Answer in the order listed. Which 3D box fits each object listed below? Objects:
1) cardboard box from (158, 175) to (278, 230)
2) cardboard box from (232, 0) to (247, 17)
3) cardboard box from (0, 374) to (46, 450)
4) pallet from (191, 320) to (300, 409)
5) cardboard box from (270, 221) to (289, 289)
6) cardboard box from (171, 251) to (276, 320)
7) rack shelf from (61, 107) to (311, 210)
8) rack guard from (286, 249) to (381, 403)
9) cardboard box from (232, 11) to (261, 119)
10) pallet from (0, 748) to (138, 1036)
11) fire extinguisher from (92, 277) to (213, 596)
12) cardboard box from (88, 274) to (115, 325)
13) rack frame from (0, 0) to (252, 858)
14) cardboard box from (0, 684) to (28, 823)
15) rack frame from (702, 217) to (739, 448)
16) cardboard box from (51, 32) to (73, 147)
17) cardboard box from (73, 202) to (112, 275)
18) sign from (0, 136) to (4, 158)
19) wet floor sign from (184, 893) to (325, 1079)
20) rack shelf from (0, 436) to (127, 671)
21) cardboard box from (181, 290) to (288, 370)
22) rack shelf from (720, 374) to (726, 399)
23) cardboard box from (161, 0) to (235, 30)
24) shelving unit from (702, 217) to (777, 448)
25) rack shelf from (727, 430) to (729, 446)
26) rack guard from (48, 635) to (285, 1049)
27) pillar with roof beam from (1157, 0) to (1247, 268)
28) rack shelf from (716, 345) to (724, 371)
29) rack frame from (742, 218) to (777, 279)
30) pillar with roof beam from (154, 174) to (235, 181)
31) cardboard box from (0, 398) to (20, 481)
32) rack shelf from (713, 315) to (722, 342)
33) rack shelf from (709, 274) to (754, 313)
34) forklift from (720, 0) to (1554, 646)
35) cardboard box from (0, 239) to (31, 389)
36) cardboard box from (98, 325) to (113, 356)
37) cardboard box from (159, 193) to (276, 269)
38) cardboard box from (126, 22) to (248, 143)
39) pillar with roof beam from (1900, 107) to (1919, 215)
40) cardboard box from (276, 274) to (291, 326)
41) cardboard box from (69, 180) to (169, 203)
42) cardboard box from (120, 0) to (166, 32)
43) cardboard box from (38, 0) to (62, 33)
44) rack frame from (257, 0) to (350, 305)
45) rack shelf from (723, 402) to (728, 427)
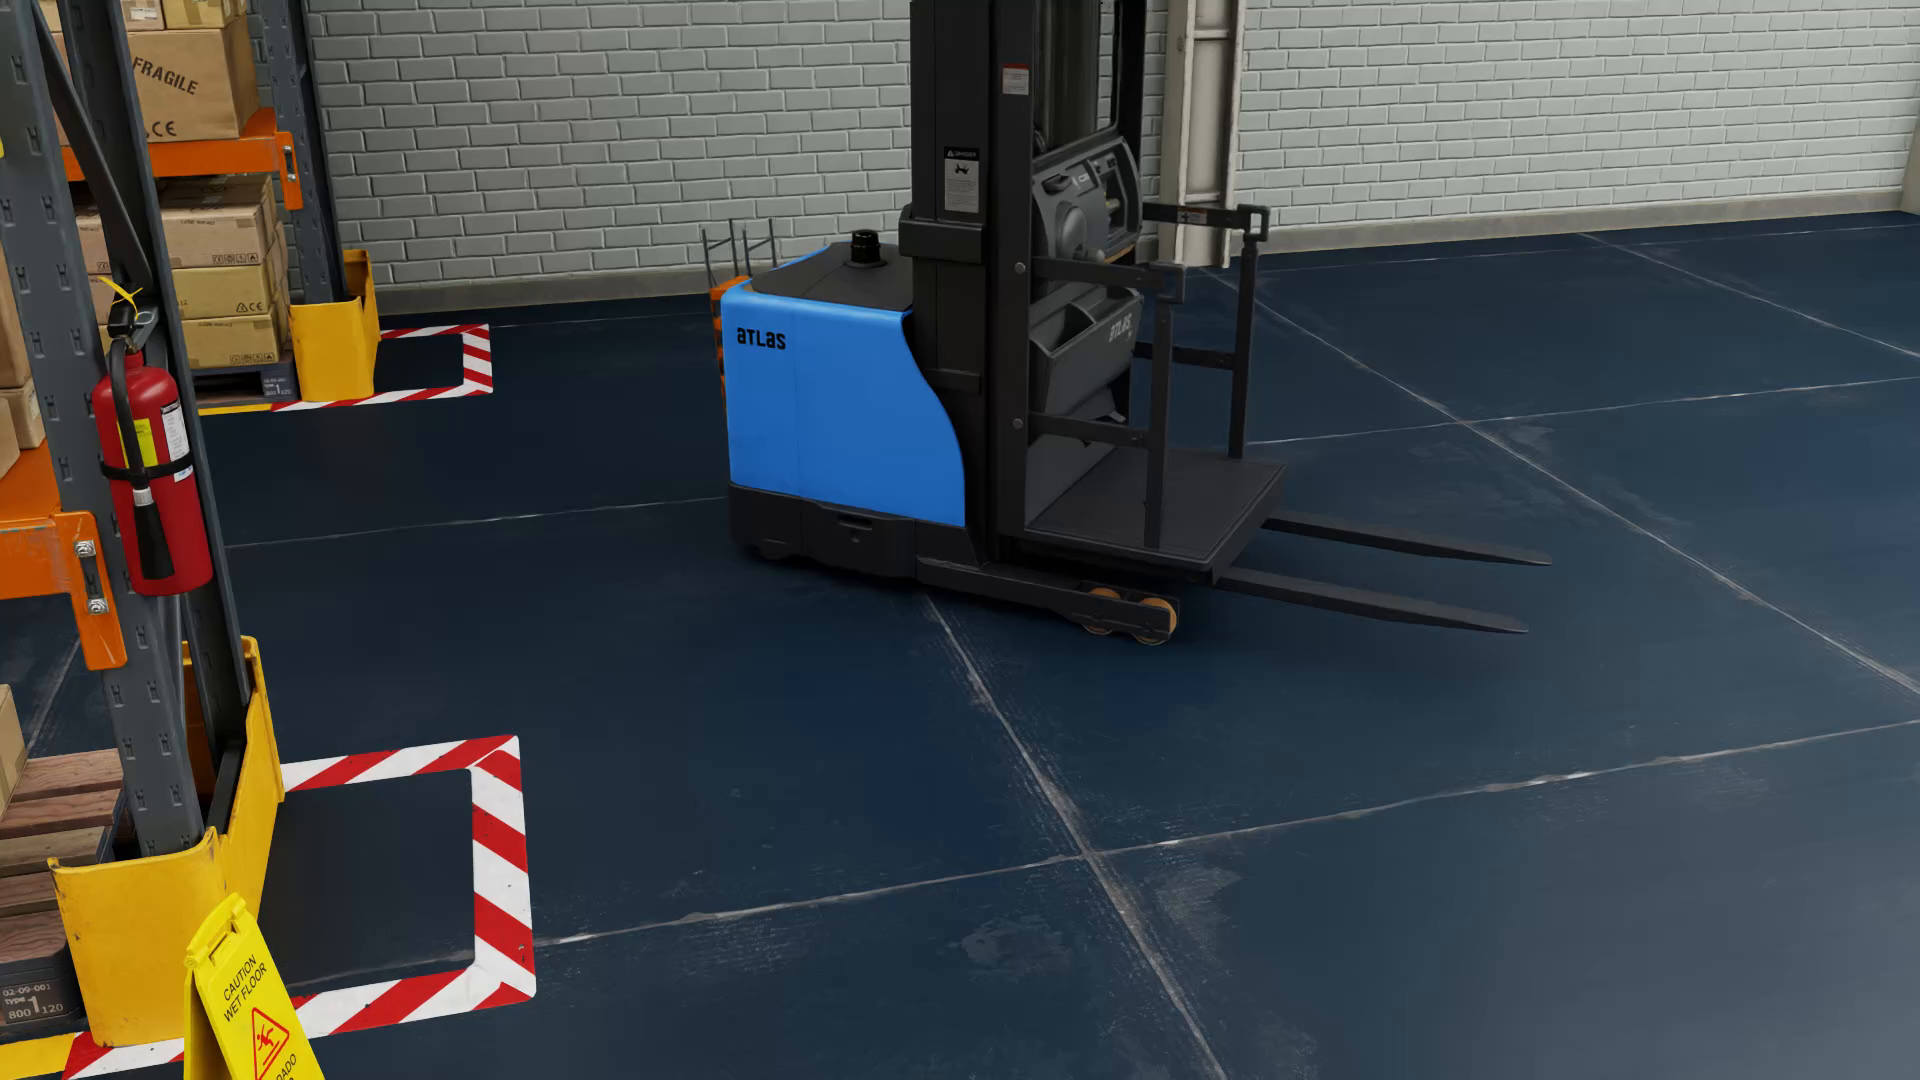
[{"bbox_3d":[-3.837,-1.709,8.615,0.500,0.250,0.500,-7,24,-15],"label":"cardboard box"},{"bbox_3d":[-3.719,-2.706,8.303,0.250,0.149,0.380,-7,24,-16],"label":"cardboard box"},{"bbox_3d":[-2.361,-0.342,4.062,0.250,0.149,0.380,-6,24,-14],"label":"cardboard box"},{"bbox_3d":[-4.048,-0.921,8.628,1.213,0.211,1.003,-6,24,-14],"label":"pallet"},{"bbox_3d":[-3.832,-1.487,8.733,0.500,0.250,0.500,-6,24,-13],"label":"cardboard box"},{"bbox_3d":[-3.707,-1.288,8.268,0.500,0.250,0.500,-7,24,-15],"label":"cardboard box"},{"bbox_3d":[-5.248,-1.756,7.950,4.000,0.370,1.077,-6,24,-14],"label":"rack shelf"},{"bbox_3d":[-3.300,-1.153,8.804,0.348,0.500,1.175,-6,24,-14],"label":"rack guard"},{"bbox_3d":[-3.875,-2.398,8.408,0.500,0.500,0.500,-6,24,-13],"label":"cardboard box"},{"bbox_3d":[-2.843,0.947,4.275,1.213,0.211,1.003,-6,24,-14],"label":"pallet"},{"bbox_3d":[-1.744,-0.217,3.550,0.183,0.674,0.296,-6,24,-14],"label":"fire extinguisher"},{"bbox_3d":[-4.193,-1.239,8.153,0.500,0.250,0.500,-7,24,-15],"label":"cardboard box"},{"bbox_3d":[-1.978,-0.415,3.914,0.127,3.000,1.000,-6,24,-14],"label":"rack frame"},{"bbox_3d":[-2.830,0.636,4.418,0.500,0.250,0.500,-7,24,-15],"label":"cardboard box"},{"bbox_3d":[-0.935,-0.714,6.895,0.006,1.200,0.240,5,23,22],"label":"rack frame"},{"bbox_3d":[-4.228,-2.142,7.810,0.500,0.500,0.500,-6,24,-13],"label":"cardboard box"},{"bbox_3d":[-4.172,-1.464,8.045,0.500,0.250,0.500,-6,24,-13],"label":"cardboard box"},{"bbox_3d":[-1.848,-0.880,3.127,0.005,0.325,0.100,-6,24,-14],"label":"sign"},{"bbox_3d":[-1.506,1.053,3.479,0.232,0.644,0.267,2,23,4],"label":"wet floor sign"},{"bbox_3d":[-3.904,0.128,3.559,4.000,0.370,1.077,-6,24,-14],"label":"rack shelf"},{"bbox_3d":[-3.690,-1.059,8.368,0.500,0.250,0.500,-6,24,-14],"label":"cardboard box"},{"bbox_3d":[-0.848,-0.666,6.878,0.180,0.103,0.258,5,23,22],"label":"rack shelf"},{"bbox_3d":[-3.581,-2.500,7.823,0.250,0.149,0.380,-6,24,-14],"label":"cardboard box"},{"bbox_3d":[-0.851,-0.707,6.861,0.189,1.200,0.258,5,23,22],"label":"shelving unit"},{"bbox_3d":[-0.832,-0.443,6.966,0.180,0.103,0.258,5,23,22],"label":"rack shelf"},{"bbox_3d":[-2.052,0.741,4.388,0.348,0.500,1.175,-6,24,-14],"label":"rack guard"},{"bbox_3d":[2.703,-4.329,5.427,0.400,9.000,9.100,-6,24,-14],"label":"pillar with roof beam"},{"bbox_3d":[-0.856,-0.777,6.833,0.180,0.103,0.258,5,23,22],"label":"rack shelf"},{"bbox_3d":[-0.766,-0.699,6.828,0.006,1.200,0.240,5,23,22],"label":"rack frame"},{"bbox_3d":[-3.074,-3.690,3.938,0.400,9.000,9.100,-6,24,-14],"label":"pillar with roof beam"},{"bbox_3d":[-2.281,-0.179,3.681,0.250,0.149,0.380,-5,24,-13],"label":"cardboard box"},{"bbox_3d":[-0.864,-0.888,6.789,0.180,0.103,0.258,5,23,22],"label":"rack shelf"},{"bbox_3d":[-0.872,-0.999,6.745,0.180,0.103,0.258,5,23,22],"label":"rack shelf"},{"bbox_3d":[0.643,-1.213,5.859,3.031,2.935,1.130,11,25,23],"label":"forklift"},{"bbox_3d":[-2.509,-0.653,3.963,0.500,0.500,0.500,-7,24,-15],"label":"cardboard box"},{"bbox_3d":[-4.171,-1.009,8.253,0.500,0.250,0.500,-6,24,-14],"label":"cardboard box"},{"bbox_3d":[-3.682,-1.521,8.177,0.500,0.250,0.500,-5,24,-13],"label":"cardboard box"},{"bbox_3d":[-3.726,-2.193,7.931,0.500,0.500,0.500,-7,24,-16],"label":"cardboard box"},{"bbox_3d":[8.480,-4.968,6.916,0.400,9.000,9.100,-6,24,-14],"label":"pillar with roof beam"},{"bbox_3d":[-3.849,-1.251,8.815,0.500,0.250,0.500,-6,24,-14],"label":"cardboard box"},{"bbox_3d":[-4.317,-1.654,8.488,0.500,0.250,0.500,-6,24,-14],"label":"cardboard box"},{"bbox_3d":[-3.819,-2.462,7.734,0.250,0.149,0.380,-6,24,-14],"label":"cardboard box"},{"bbox_3d":[-4.085,-2.457,7.723,0.250,0.149,0.380,-6,24,-13],"label":"cardboard box"},{"bbox_3d":[-3.323,-2.299,8.305,0.127,3.000,1.000,-6,24,-14],"label":"rack frame"},{"bbox_3d":[-0.840,-0.554,6.922,0.180,0.103,0.258,5,23,22],"label":"rack shelf"}]
